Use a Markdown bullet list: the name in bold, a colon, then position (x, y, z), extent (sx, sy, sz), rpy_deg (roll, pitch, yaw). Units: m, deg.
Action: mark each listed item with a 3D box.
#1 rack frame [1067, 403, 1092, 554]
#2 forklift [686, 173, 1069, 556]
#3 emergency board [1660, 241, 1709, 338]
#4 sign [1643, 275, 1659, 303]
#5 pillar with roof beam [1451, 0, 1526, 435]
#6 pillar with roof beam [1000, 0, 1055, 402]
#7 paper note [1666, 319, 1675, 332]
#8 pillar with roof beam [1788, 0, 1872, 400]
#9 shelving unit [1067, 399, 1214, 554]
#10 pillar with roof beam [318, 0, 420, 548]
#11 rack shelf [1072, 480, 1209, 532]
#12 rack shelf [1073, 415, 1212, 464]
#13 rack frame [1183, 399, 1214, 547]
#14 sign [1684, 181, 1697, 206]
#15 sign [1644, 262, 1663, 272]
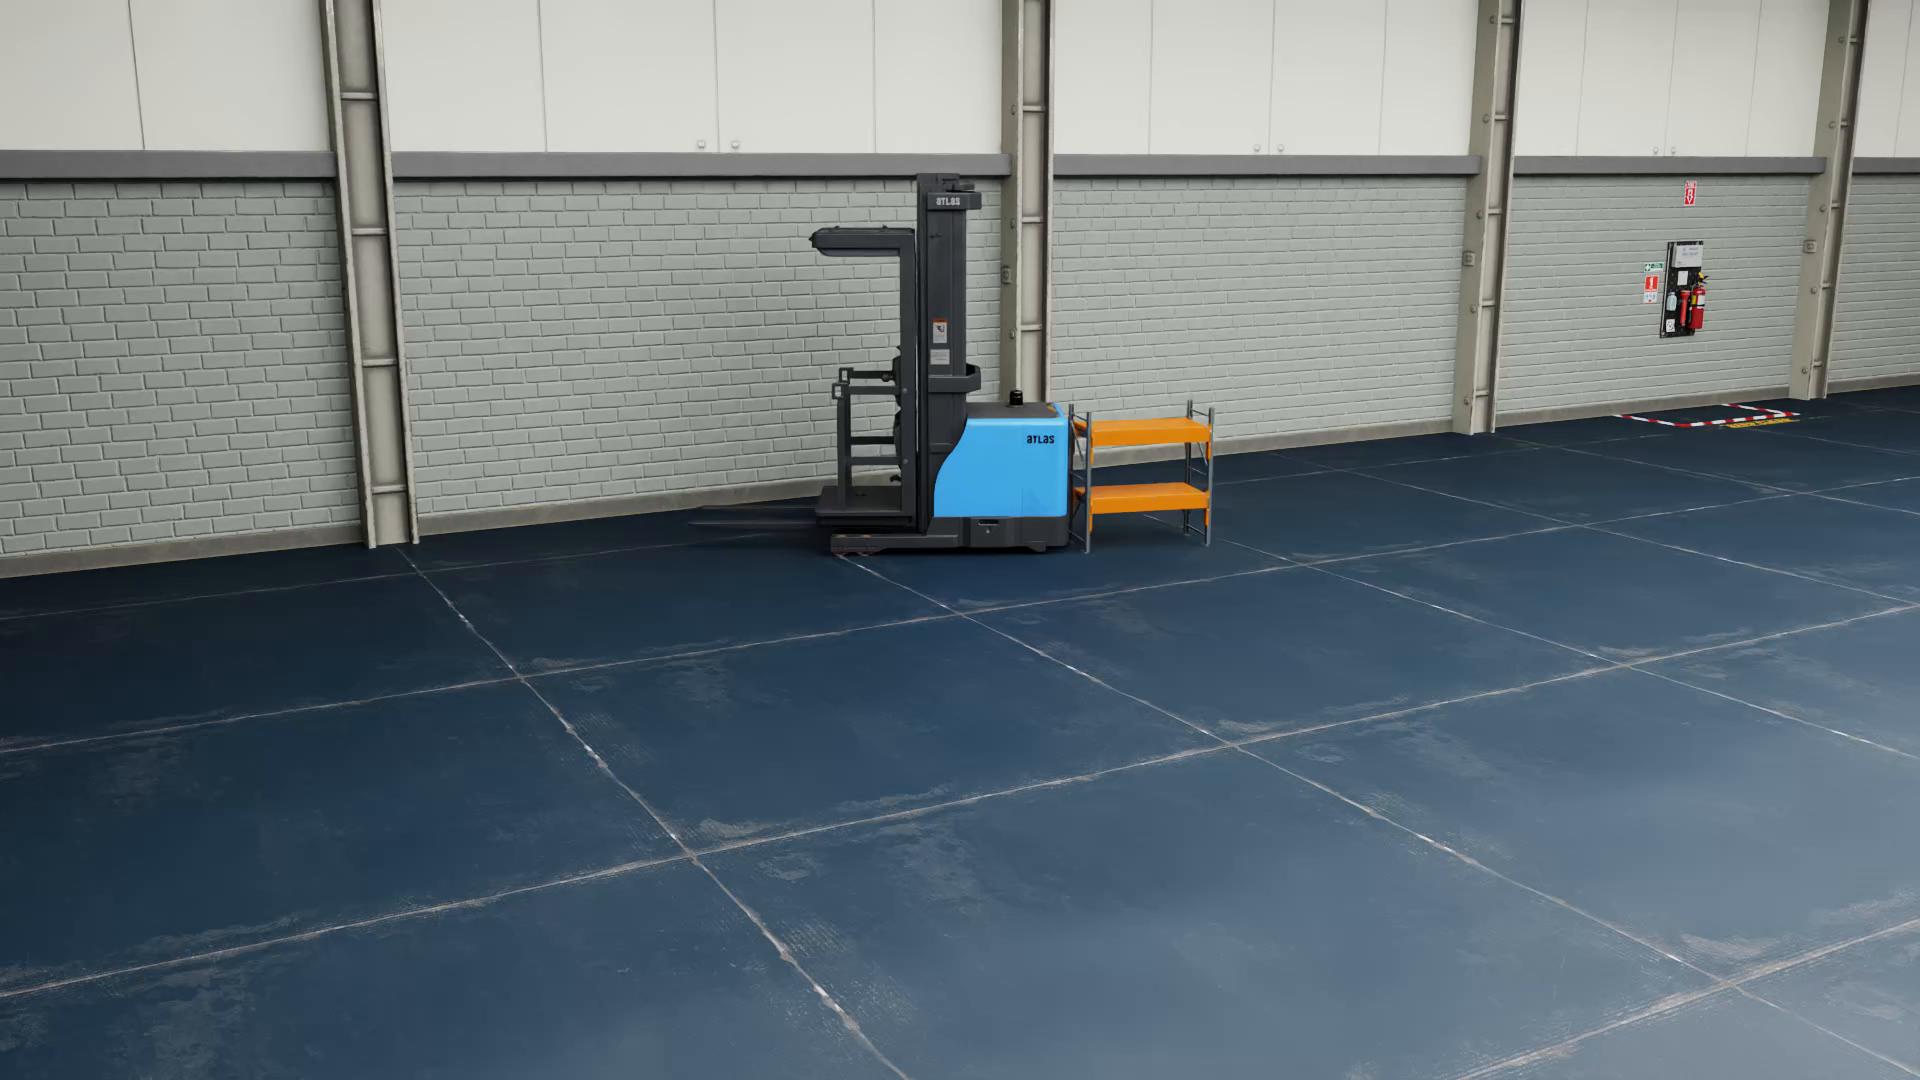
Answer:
- **rack frame**: position (0.949, -0.494, 13.244), extent (0.032, 1.125, 0.500), rpy_deg (-3, 13, -14)
- **forklift**: position (-0.666, -1.420, 13.244), extent (3.031, 2.935, 1.130), rpy_deg (0, 13, -1)
- **emergency board**: position (8.980, -3.087, 20.496), extent (0.643, 1.169, 0.194), rpy_deg (-7, 14, -28)
- **sign**: position (8.445, -3.067, 20.322), extent (0.234, 0.329, 0.001), rpy_deg (-7, 14, -28)
- **pillar with roof beam**: position (7.964, -4.806, 14.469), extent (0.400, 9.000, 9.100), rpy_deg (-7, 14, -28)
- **pillar with roof beam**: position (2.697, -4.175, 11.664), extent (0.400, 9.000, 9.100), rpy_deg (-7, 14, -28)
- **paper note**: position (8.792, -2.652, 20.569), extent (0.142, 0.148, 0.016), rpy_deg (-7, 14, -28)
- **pillar with roof beam**: position (13.230, -5.437, 17.273), extent (0.400, 9.000, 9.100), rpy_deg (-7, 14, -28)
- **shelving unit**: position (1.442, -0.522, 13.365), extent (1.048, 1.125, 0.538), rpy_deg (-3, 13, -14)
- **pillar with roof beam**: position (-2.569, -3.544, 8.859), extent (0.400, 9.000, 9.100), rpy_deg (-7, 14, -28)
- **rack shelf**: position (1.442, -0.283, 13.419), extent (1.000, 0.278, 0.538), rpy_deg (-3, 13, -14)
- **rack shelf**: position (1.442, -0.807, 13.301), extent (1.000, 0.278, 0.538), rpy_deg (-3, 13, -14)
- **rack frame**: position (1.935, -0.549, 13.485), extent (0.032, 1.125, 0.500), rpy_deg (-3, 13, -14)
- **sign**: position (8.925, -4.237, 20.323), extent (0.199, 0.298, 0.001), rpy_deg (-7, 14, -28)
- **sign**: position (8.454, -3.324, 20.258), extent (0.331, 0.109, 0.001), rpy_deg (-7, 14, -28)
